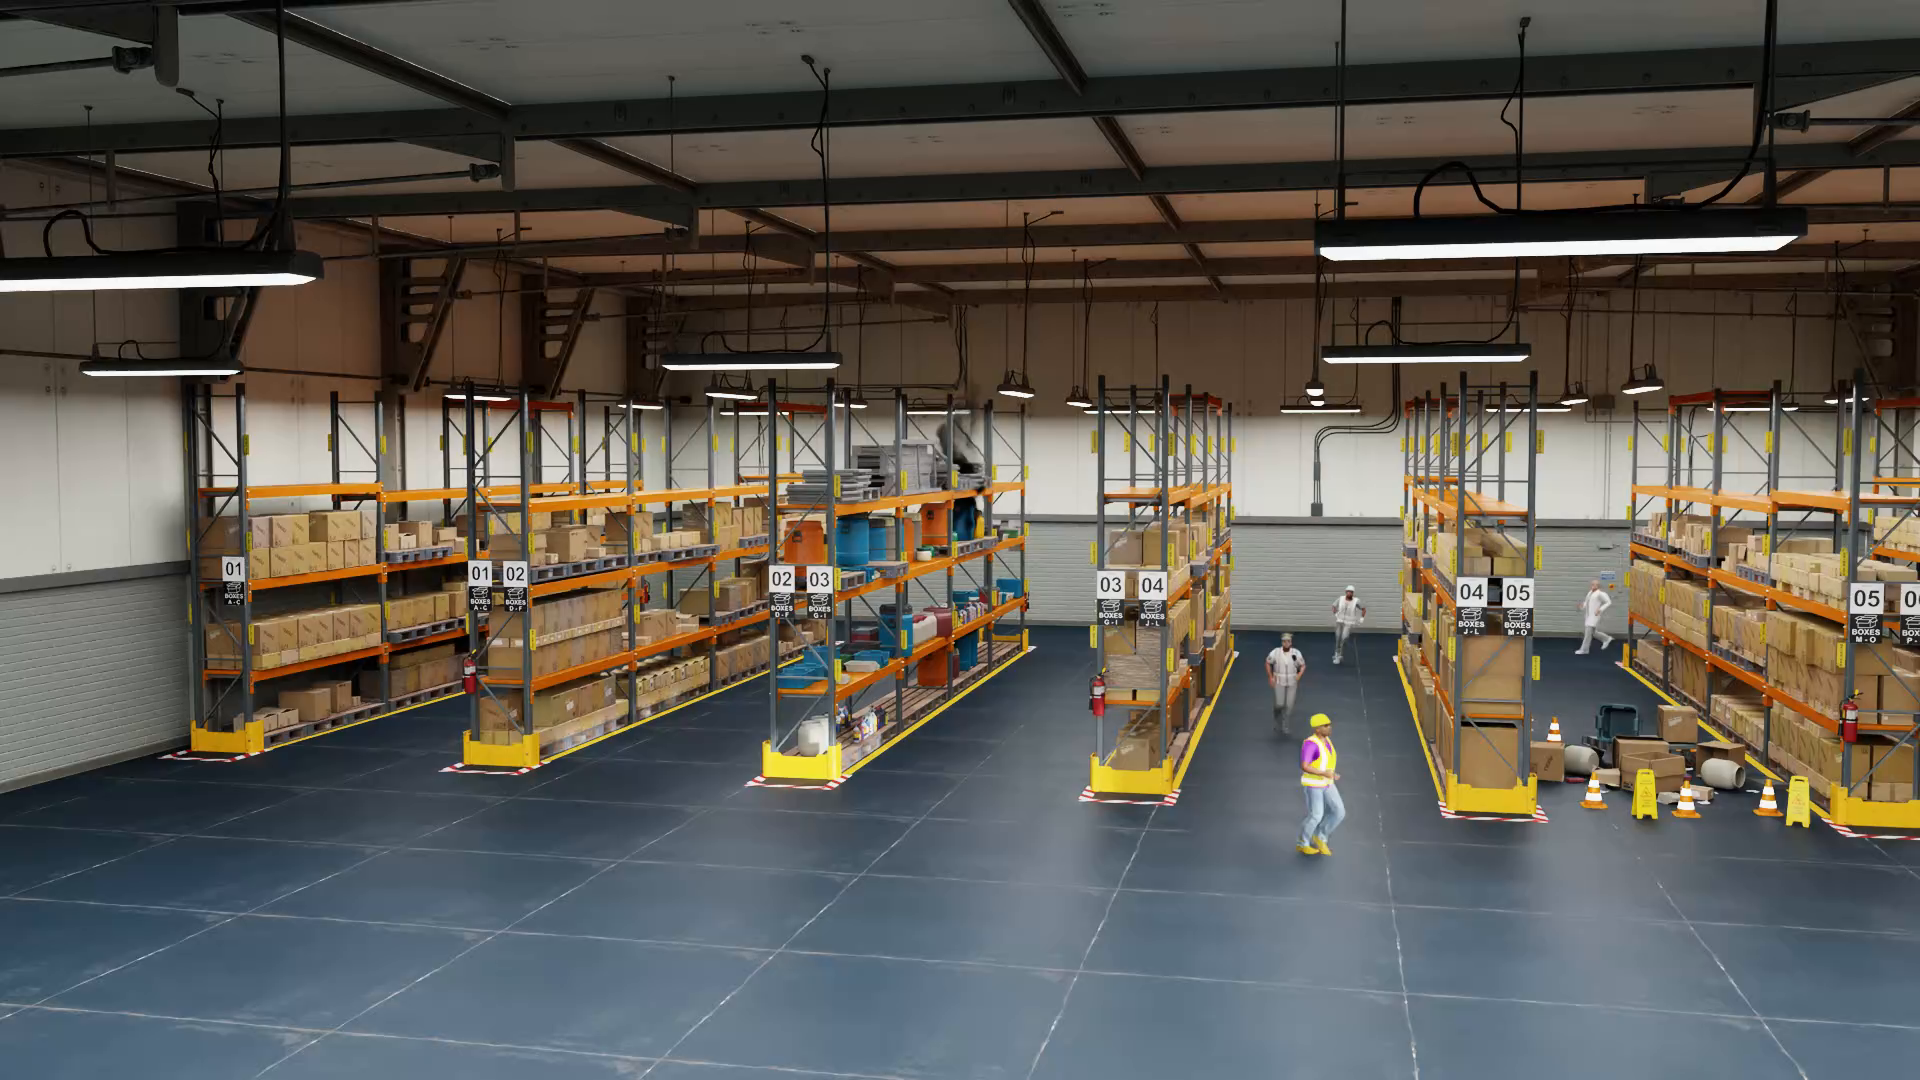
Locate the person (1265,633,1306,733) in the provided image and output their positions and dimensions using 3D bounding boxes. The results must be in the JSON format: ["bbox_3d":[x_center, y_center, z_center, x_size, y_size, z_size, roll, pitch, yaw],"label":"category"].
[{"bbox_3d":[5.663,2.480,28.855,0.673,1.750,0.588,0,3,3],"label":"person"}]

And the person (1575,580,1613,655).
[{"bbox_3d":[15.131,1.844,39.649,1.008,1.767,0.709,-1,3,-9],"label":"person"}]

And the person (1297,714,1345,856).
[{"bbox_3d":[4.373,2.983,20.136,0.691,1.766,0.674,-3,5,-45],"label":"person"}]

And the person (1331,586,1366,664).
[{"bbox_3d":[8.839,1.921,38.035,0.764,1.779,0.856,2,4,28],"label":"person"}]
